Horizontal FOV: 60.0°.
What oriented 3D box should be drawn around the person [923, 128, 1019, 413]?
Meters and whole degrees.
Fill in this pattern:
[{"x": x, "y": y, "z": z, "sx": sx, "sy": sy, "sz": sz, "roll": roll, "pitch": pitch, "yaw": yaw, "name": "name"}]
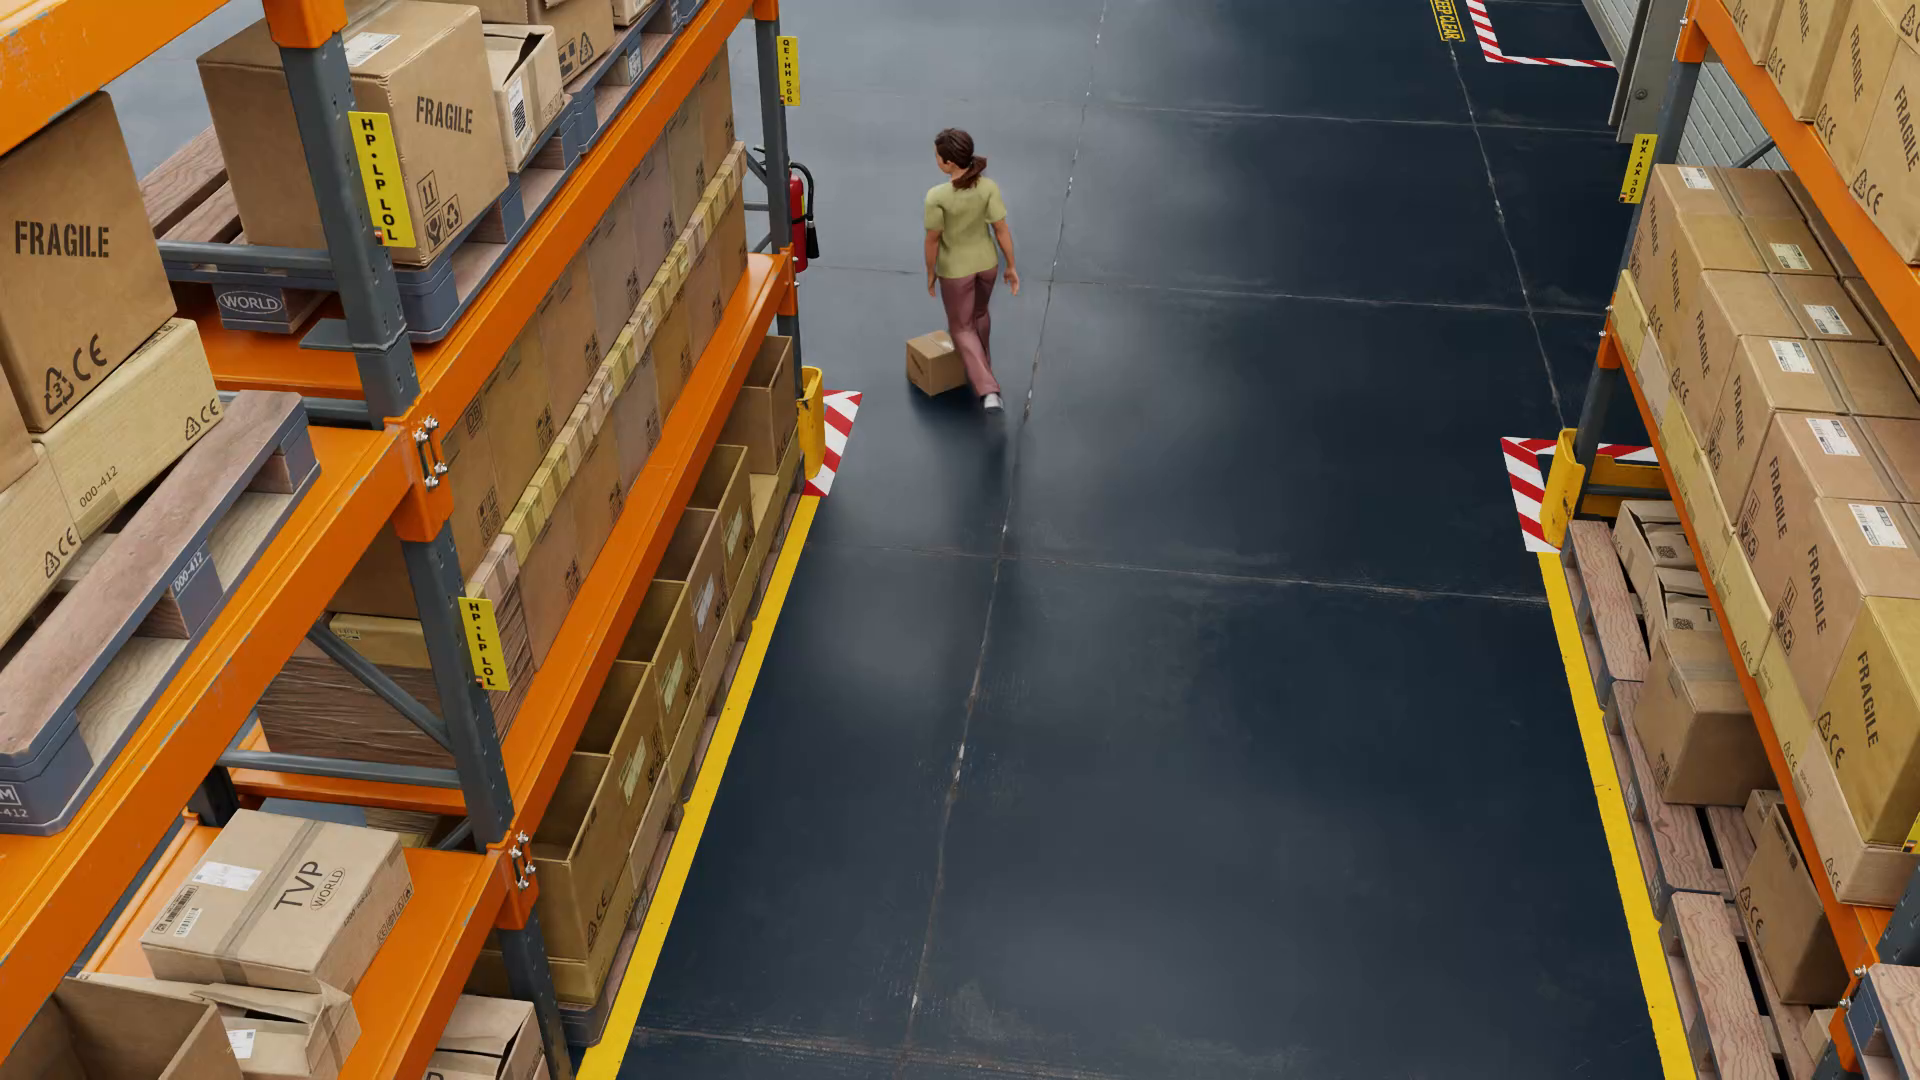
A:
[{"x": 0.042, "y": -1.466, "z": 9.048, "sx": 0.513, "sy": 1.623, "sz": 0.898, "roll": -14, "pitch": 39, "yaw": -18, "name": "person"}]
